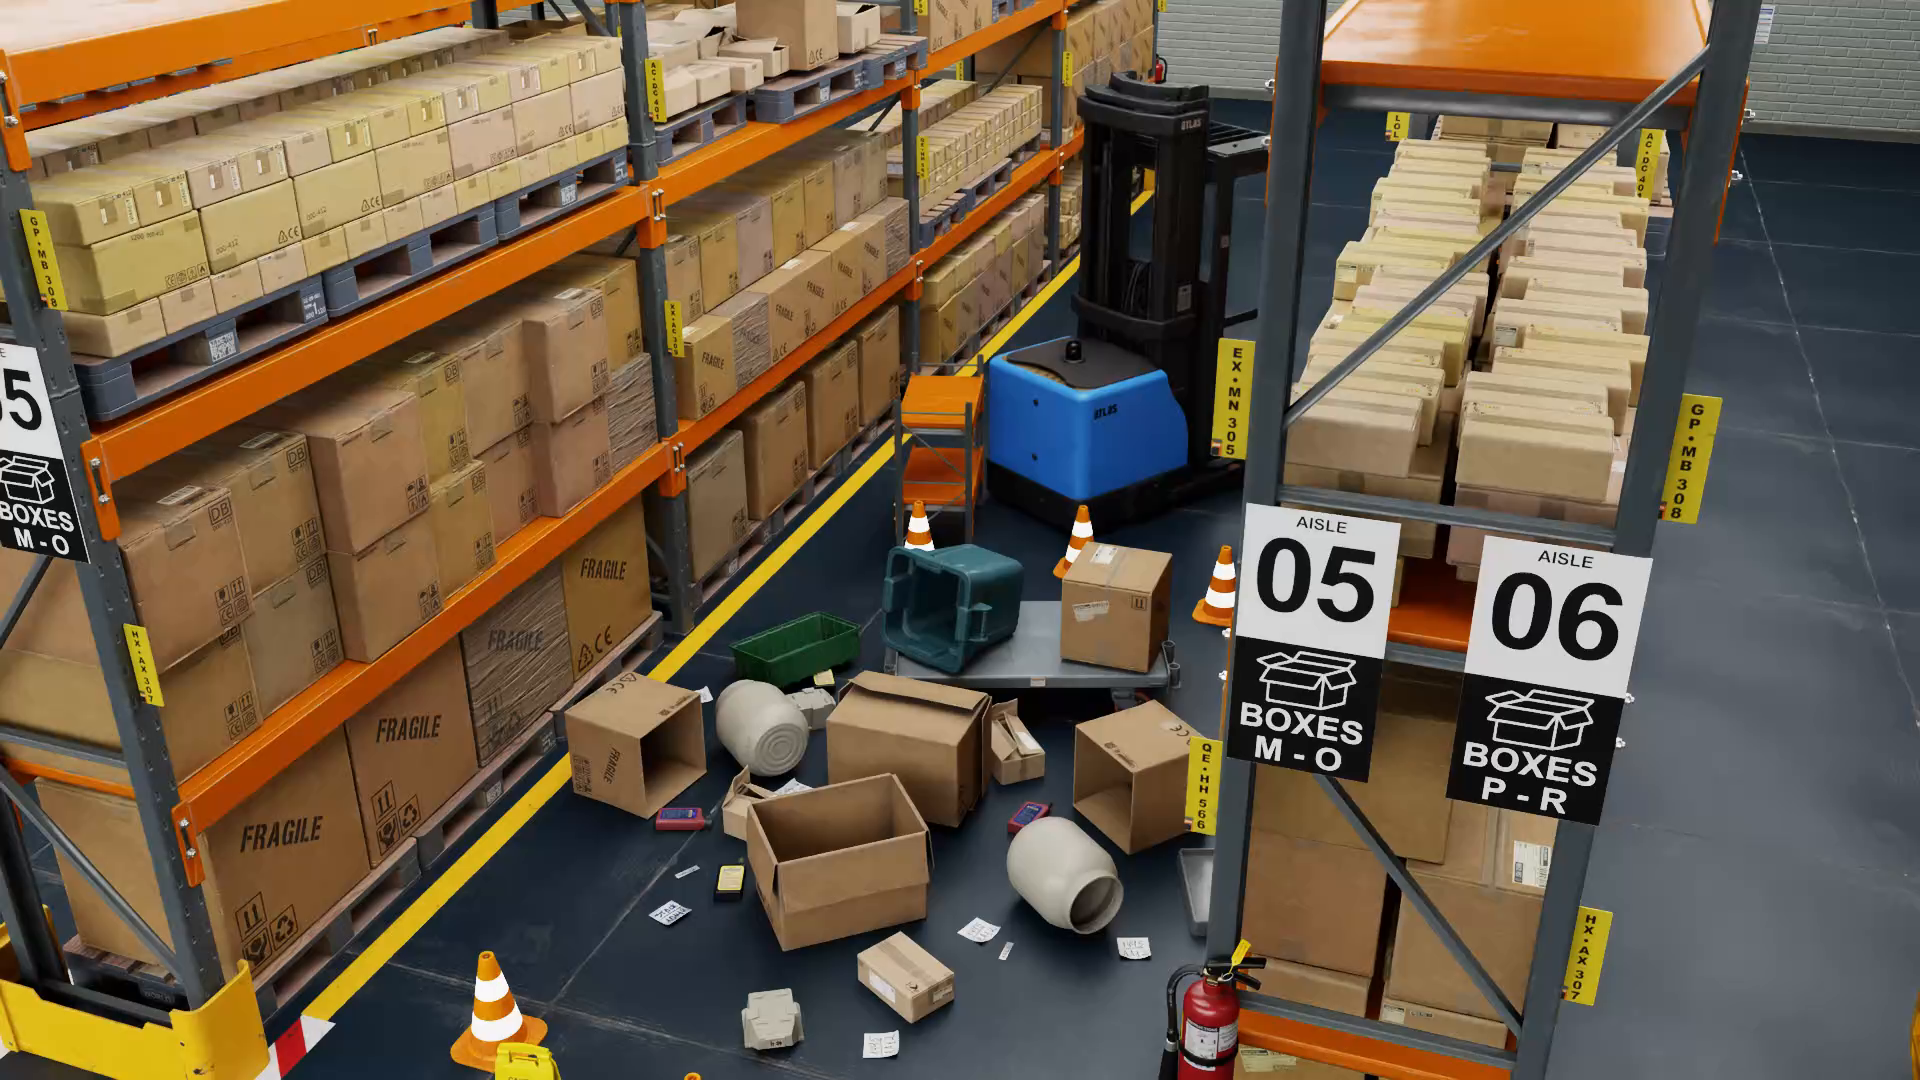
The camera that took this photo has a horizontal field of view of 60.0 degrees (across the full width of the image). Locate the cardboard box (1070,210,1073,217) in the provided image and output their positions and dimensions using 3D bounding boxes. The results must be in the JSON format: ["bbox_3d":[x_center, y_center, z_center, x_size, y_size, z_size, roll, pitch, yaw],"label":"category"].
[{"bbox_3d":[0.991,-3.500,17.709,0.380,0.149,0.250,9,27,17],"label":"cardboard box"}]

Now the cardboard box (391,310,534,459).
[{"bbox_3d":[-2.679,-0.810,8.293,0.875,0.550,0.550,9,27,17],"label":"cardboard box"}]

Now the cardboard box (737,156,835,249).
[{"bbox_3d":[-1.304,-2.385,11.695,0.700,0.500,0.500,8,27,17],"label":"cardboard box"}]

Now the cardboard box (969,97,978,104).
[{"bbox_3d":[-0.043,-4.250,16.275,0.380,0.149,0.250,9,27,18],"label":"cardboard box"}]

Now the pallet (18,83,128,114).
[{"bbox_3d":[-6.478,-3.113,11.234,1.213,0.211,1.003,9,27,17],"label":"pallet"}]

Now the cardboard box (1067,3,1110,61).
[{"bbox_3d":[1.256,-5.332,17.442,0.500,0.500,0.500,9,27,18],"label":"cardboard box"}]

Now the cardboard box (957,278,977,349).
[{"bbox_3d":[-0.170,-2.017,14.583,0.500,0.500,0.500,9,27,18],"label":"cardboard box"}]

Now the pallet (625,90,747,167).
[{"bbox_3d":[-1.882,-2.496,9.964,0.805,0.209,1.217,8,27,15],"label":"pallet"}]

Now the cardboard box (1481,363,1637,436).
[{"bbox_3d":[1.825,-0.318,5.077,0.500,0.250,0.500,8,27,17],"label":"cardboard box"}]

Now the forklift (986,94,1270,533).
[{"bbox_3d":[1.655,-1.837,12.006,3.031,2.843,1.129,-19,32,-34],"label":"forklift"}]

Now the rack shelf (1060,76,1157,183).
[{"bbox_3d":[1.187,-4.634,18.427,1.077,0.370,4.000,9,27,17],"label":"rack shelf"}]

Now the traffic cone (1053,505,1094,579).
[{"bbox_3d":[0.807,-0.007,10.956,0.336,0.463,0.334,9,27,17],"label":"traffic cone"}]

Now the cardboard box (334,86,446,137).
[{"bbox_3d":[-2.467,-1.857,7.202,0.380,0.149,0.250,9,27,18],"label":"cardboard box"}]

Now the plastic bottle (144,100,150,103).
[{"bbox_3d":[-8.966,-4.852,18.281,0.097,0.201,0.097,0,26,0],"label":"plastic bottle"}]

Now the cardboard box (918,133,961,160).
[{"bbox_3d":[-0.212,-3.317,14.006,0.380,0.149,0.250,8,27,15],"label":"cardboard box"}]

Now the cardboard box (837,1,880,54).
[{"bbox_3d":[-0.874,-3.563,11.453,0.500,0.311,0.500,9,27,17],"label":"cardboard box"}]

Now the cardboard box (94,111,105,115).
[{"bbox_3d":[-14.352,-5.166,18.843,10.705,0.276,0.957,8,27,16],"label":"cardboard box"}]

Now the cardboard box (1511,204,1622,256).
[{"bbox_3d":[2.329,-1.175,6.390,0.380,0.149,0.250,8,27,16],"label":"cardboard box"}]

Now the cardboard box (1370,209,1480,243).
[{"bbox_3d":[1.767,-1.142,6.322,0.380,0.149,0.250,8,27,17],"label":"cardboard box"}]

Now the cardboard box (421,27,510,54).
[{"bbox_3d":[-2.582,-2.578,8.690,0.380,0.149,0.250,9,27,18],"label":"cardboard box"}]

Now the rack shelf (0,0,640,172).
[{"bbox_3d":[-2.806,-2.223,7.022,1.077,0.370,4.000,9,27,17],"label":"rack shelf"}]

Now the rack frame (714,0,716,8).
[{"bbox_3d":[-2.791,-6.540,21.539,1.000,3.000,0.127,9,27,17],"label":"rack frame"}]

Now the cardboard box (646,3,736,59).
[{"bbox_3d":[-1.585,-3.357,11.028,0.553,0.311,1.537,8,27,16],"label":"cardboard box"}]

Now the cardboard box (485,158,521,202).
[{"bbox_3d":[-2.298,-1.706,7.804,0.380,0.149,0.250,9,27,18],"label":"cardboard box"}]

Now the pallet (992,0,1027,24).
[{"bbox_3d":[-0.127,-4.736,14.587,1.213,0.211,1.003,9,27,17],"label":"pallet"}]

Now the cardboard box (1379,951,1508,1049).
[{"bbox_3d":[1.538,1.476,5.272,0.380,0.149,0.250,9,27,18],"label":"cardboard box"}]

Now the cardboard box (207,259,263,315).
[{"bbox_3d":[-2.887,-0.977,6.300,0.380,0.149,0.250,9,27,18],"label":"cardboard box"}]

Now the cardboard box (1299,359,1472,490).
[{"bbox_3d":[1.327,-0.398,5.243,0.500,0.250,0.500,8,27,17],"label":"cardboard box"}]

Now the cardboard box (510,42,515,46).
[{"bbox_3d":[-4.758,-4.591,16.248,0.797,0.503,0.637,10,27,19],"label":"cardboard box"}]

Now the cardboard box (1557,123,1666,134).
[{"bbox_3d":[3.301,-2.034,8.480,0.500,0.250,0.500,8,27,17],"label":"cardboard box"}]

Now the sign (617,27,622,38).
[{"bbox_3d":[-3.607,-5.307,17.755,0.100,0.325,0.005,9,27,17],"label":"sign"}]

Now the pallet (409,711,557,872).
[{"bbox_3d":[-2.872,1.211,8.730,1.003,0.211,1.213,9,27,17],"label":"pallet"}]

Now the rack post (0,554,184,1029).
[{"bbox_3d":[-6.626,-2.643,11.419,10.902,4.420,9.321,9,27,17],"label":"rack post"}]

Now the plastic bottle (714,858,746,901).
[{"bbox_3d":[-1.106,1.635,8.028,0.133,0.061,0.283,0,26,-1],"label":"plastic bottle"}]

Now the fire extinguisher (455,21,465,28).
[{"bbox_3d":[-6.983,-7.052,23.113,0.296,0.674,0.183,9,27,17],"label":"fire extinguisher"}]

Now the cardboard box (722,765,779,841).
[{"bbox_3d":[-0.976,1.356,8.368,0.396,0.266,0.258,14,29,26],"label":"cardboard box"}]

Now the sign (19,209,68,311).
[{"bbox_3d":[-2.950,-0.900,5.355,0.100,0.325,0.005,9,27,17],"label":"sign"}]

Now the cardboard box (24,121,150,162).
[{"bbox_3d":[-3.425,-1.536,6.539,0.380,0.149,0.250,9,27,18],"label":"cardboard box"}]

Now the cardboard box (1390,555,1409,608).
[{"bbox_3d":[1.085,0.048,4.779,0.380,0.149,0.250,9,27,18],"label":"cardboard box"}]

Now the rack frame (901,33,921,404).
[{"bbox_3d":[-0.810,-2.492,13.178,1.000,3.000,0.127,9,27,17],"label":"rack frame"}]

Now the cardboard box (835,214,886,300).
[{"bbox_3d":[-0.874,-2.108,12.271,0.500,0.500,0.500,9,27,17],"label":"cardboard box"}]

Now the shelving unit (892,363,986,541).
[{"bbox_3d":[-0.129,-0.575,11.330,0.538,0.981,1.030,2,24,4],"label":"shelving unit"}]

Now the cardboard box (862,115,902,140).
[{"bbox_3d":[-0.646,-3.634,14.662,0.380,0.149,0.250,10,28,20],"label":"cardboard box"}]

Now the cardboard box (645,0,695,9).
[{"bbox_3d":[-3.538,-6.367,20.151,0.500,0.500,0.500,8,27,16],"label":"cardboard box"}]

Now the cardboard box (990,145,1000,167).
[{"bbox_3d":[0.146,-3.484,15.033,0.380,0.149,0.250,10,28,20],"label":"cardboard box"}]

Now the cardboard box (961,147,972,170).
[{"bbox_3d":[-0.118,-3.299,14.310,0.380,0.149,0.250,9,27,18],"label":"cardboard box"}]

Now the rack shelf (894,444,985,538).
[{"bbox_3d":[-0.129,-0.351,11.429,0.538,0.278,1.000,2,24,4],"label":"rack shelf"}]

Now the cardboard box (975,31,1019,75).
[{"bbox_3d":[0.423,-4.997,16.749,0.500,0.500,0.500,8,27,16],"label":"cardboard box"}]

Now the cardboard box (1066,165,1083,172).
[{"bbox_3d":[1.376,-4.059,18.522,0.380,0.149,0.250,9,27,18],"label":"cardboard box"}]

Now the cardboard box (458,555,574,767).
[{"bbox_3d":[-2.712,0.539,8.875,0.875,0.875,0.875,9,27,18],"label":"cardboard box"}]

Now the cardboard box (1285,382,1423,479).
[{"bbox_3d":[1.064,-0.306,4.594,0.380,0.149,0.250,9,27,18],"label":"cardboard box"}]
